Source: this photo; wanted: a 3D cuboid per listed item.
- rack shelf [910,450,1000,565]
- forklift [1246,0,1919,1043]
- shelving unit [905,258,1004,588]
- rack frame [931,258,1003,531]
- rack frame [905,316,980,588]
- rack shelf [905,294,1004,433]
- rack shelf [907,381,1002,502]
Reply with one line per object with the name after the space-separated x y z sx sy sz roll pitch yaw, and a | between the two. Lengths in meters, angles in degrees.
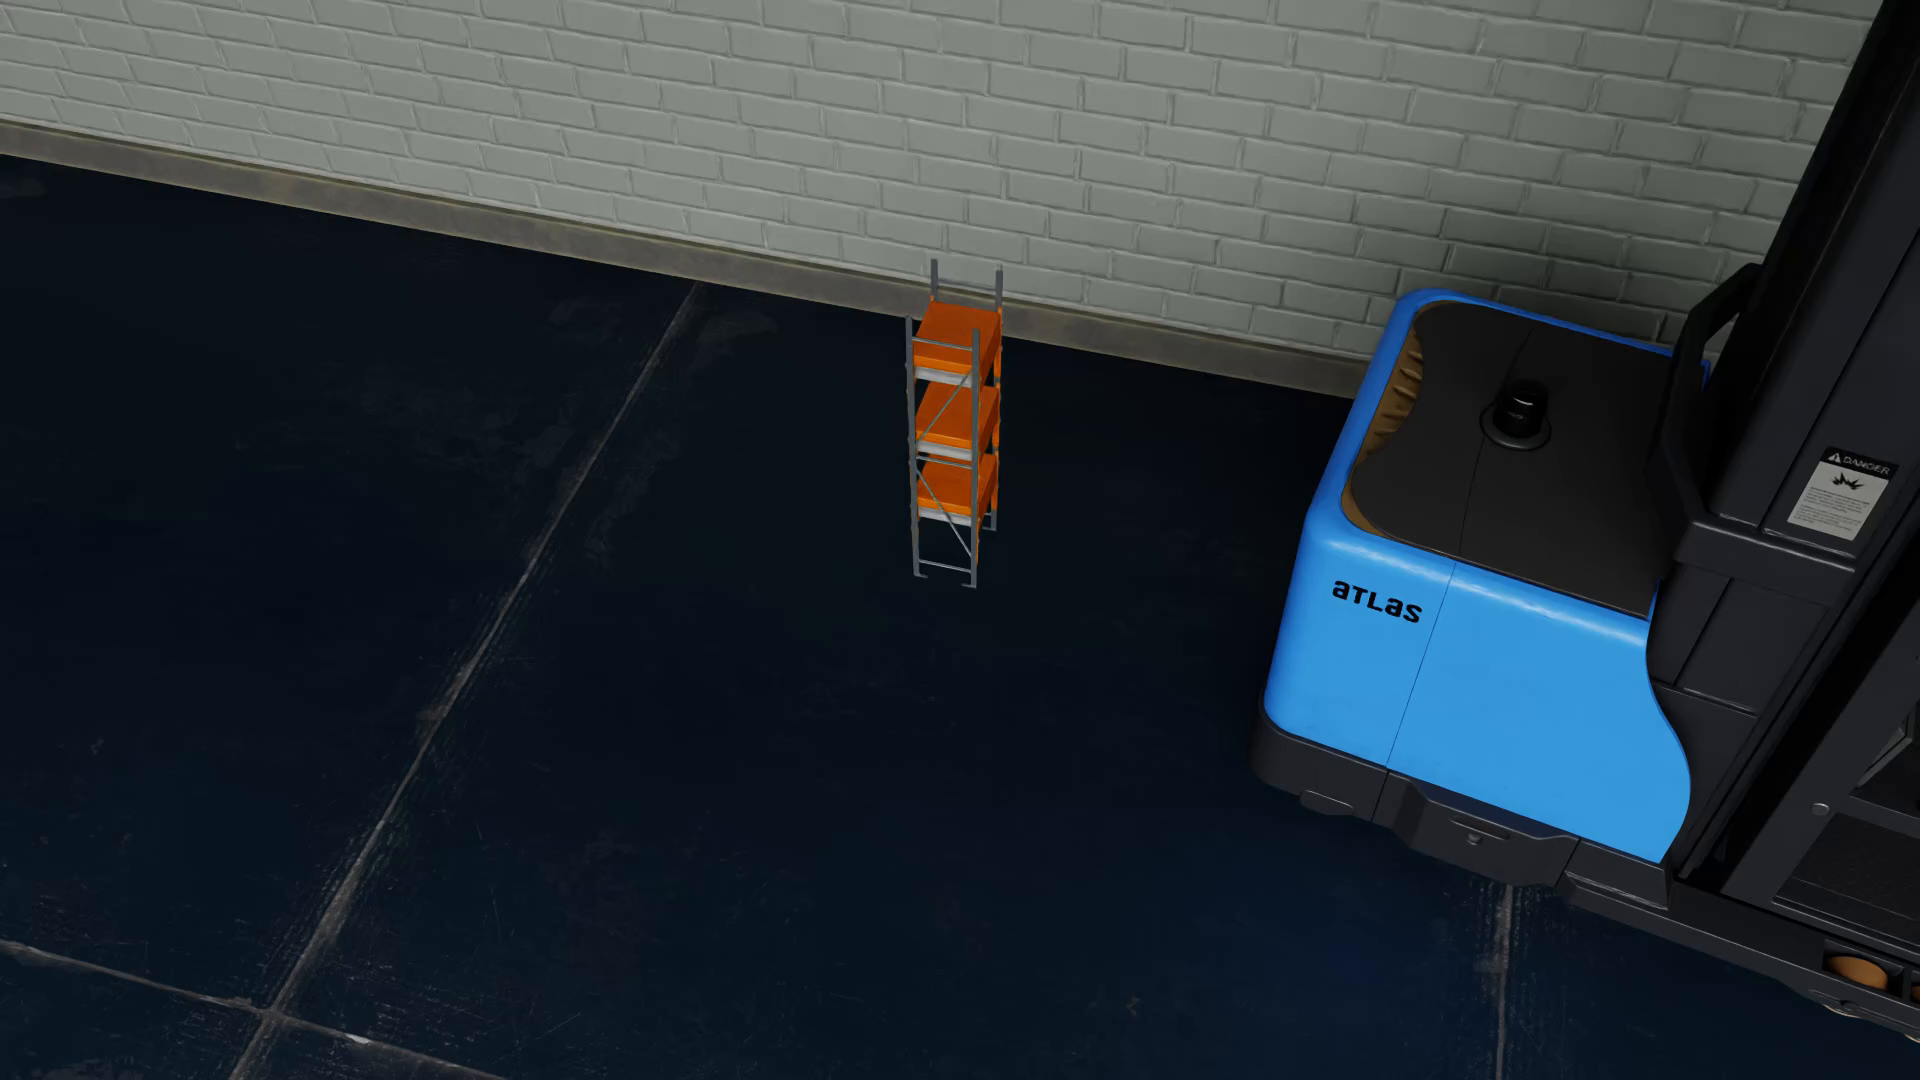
-0.014 -0.118 5.039 0.215 0.259 0.240 12 50 10 | rack shelf
2.358 -0.169 3.444 3.031 2.935 1.130 19 51 16 | forklift
-0.014 -0.309 4.822 0.215 1.050 0.252 12 50 10 | shelving unit
0.018 -0.397 4.900 0.200 1.050 0.008 12 50 10 | rack frame
-0.046 -0.220 4.744 0.200 1.050 0.008 12 50 10 | rack frame
-0.014 -0.489 4.617 0.215 0.259 0.240 12 50 10 | rack shelf
-0.014 -0.302 4.830 0.215 0.259 0.240 12 50 10 | rack shelf
